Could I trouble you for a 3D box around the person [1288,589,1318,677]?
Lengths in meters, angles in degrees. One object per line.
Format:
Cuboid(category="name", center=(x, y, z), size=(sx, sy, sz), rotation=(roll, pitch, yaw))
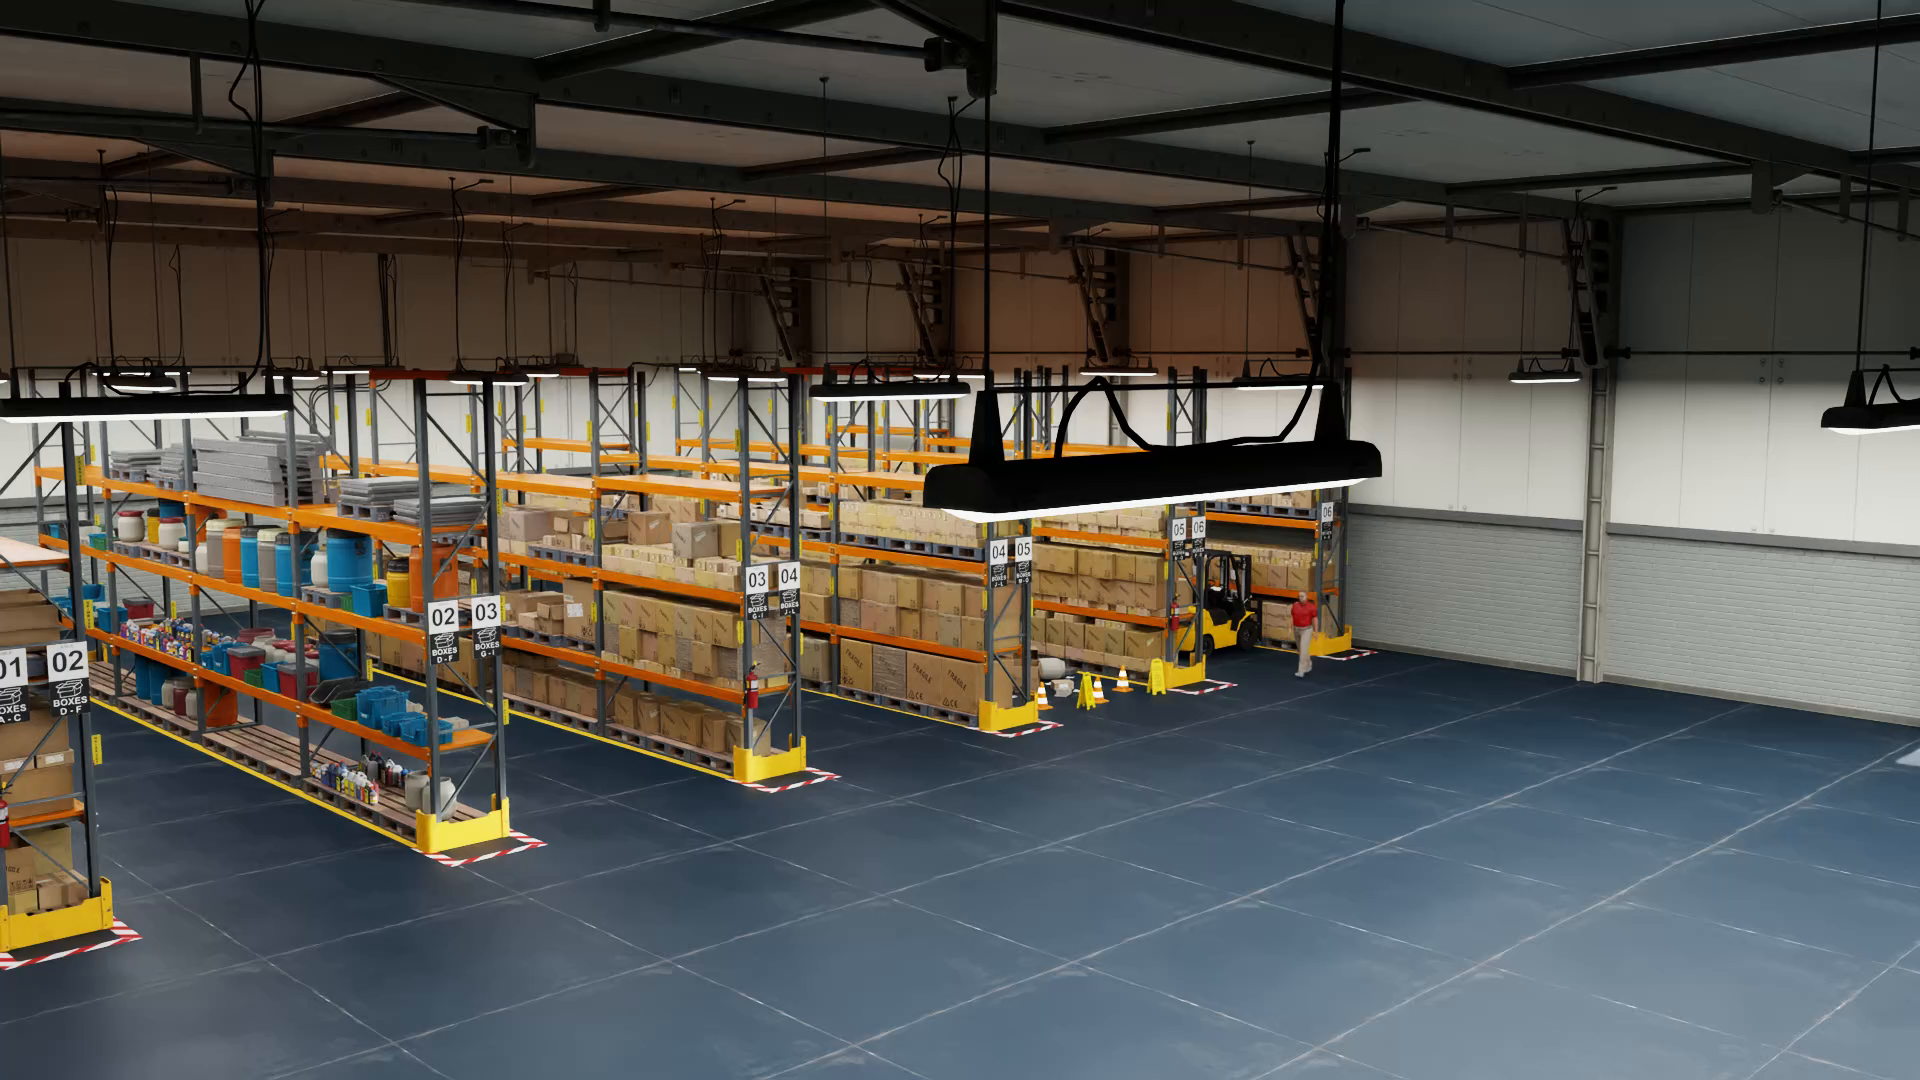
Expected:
Cuboid(category="person", center=(6.714, 1.814, 32.620), size=(0.882, 1.704, 0.543), rotation=(-5, 8, -40))
